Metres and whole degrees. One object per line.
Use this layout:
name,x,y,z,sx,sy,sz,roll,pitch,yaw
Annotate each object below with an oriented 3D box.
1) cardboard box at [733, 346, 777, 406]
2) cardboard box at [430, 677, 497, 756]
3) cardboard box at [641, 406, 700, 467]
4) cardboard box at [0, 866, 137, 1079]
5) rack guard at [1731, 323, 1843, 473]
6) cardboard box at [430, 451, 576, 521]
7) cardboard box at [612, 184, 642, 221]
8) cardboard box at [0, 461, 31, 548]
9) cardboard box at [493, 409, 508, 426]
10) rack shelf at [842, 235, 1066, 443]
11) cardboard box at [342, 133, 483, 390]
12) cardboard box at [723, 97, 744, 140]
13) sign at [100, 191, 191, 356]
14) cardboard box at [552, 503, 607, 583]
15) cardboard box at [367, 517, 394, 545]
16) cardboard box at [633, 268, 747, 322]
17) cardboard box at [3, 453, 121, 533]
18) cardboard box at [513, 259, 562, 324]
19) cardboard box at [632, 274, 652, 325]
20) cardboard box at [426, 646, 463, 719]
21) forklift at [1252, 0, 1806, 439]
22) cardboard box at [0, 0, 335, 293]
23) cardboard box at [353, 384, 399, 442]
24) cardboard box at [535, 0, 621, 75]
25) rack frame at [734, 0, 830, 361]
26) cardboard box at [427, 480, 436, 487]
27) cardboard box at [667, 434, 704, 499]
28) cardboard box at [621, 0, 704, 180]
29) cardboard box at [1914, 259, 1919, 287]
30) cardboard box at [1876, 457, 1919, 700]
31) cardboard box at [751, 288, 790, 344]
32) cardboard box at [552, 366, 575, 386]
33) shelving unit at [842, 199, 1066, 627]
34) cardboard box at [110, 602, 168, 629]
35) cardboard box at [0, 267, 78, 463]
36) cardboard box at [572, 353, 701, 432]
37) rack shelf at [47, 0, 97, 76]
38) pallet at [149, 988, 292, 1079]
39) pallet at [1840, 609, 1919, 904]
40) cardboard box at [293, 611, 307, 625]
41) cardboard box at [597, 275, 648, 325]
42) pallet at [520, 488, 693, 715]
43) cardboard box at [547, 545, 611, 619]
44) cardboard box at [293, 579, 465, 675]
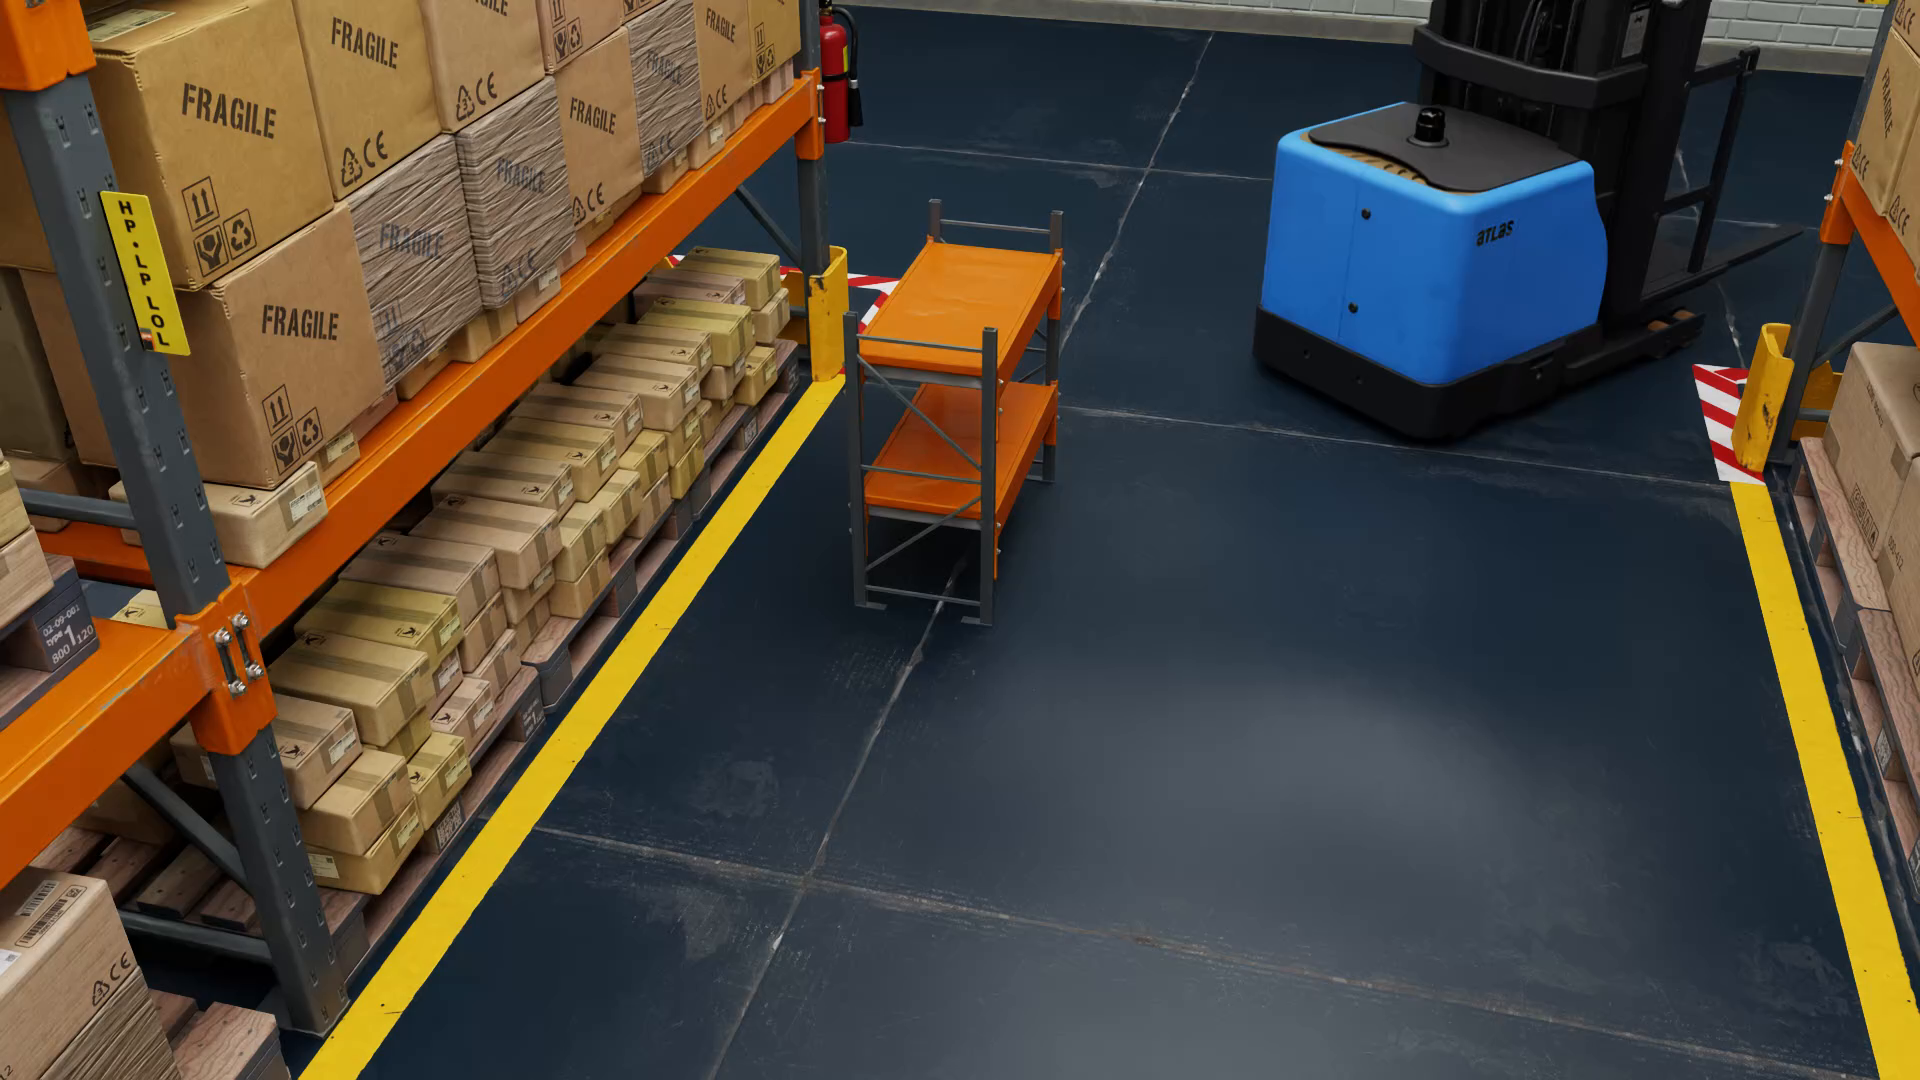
cardboard box,-0.972,-0.691,6.806,0.380,0.149,0.250,9,34,14
cardboard box,-1.604,0.517,4.907,0.380,0.149,0.250,8,33,12
cardboard box,-1.180,-0.412,6.090,0.380,0.149,0.250,9,33,13
cardboard box,-2.032,0.893,3.289,0.500,0.250,0.500,7,33,11
rack guard,3.747,-0.501,6.572,1.175,0.500,0.348,8,33,12
cardboard box,-1.479,-0.150,5.401,0.380,0.149,0.250,7,33,10
cardboard box,-1.294,-1.195,5.568,0.380,0.149,0.250,7,33,10
cardboard box,-1.998,-0.053,3.103,0.380,0.149,0.250,9,34,14
cardboard box,-1.849,-0.479,5.919,0.380,0.149,0.250,9,33,13
rack shelf,0.002,-0.725,5.797,0.538,0.278,1.000,8,33,12
cardboard box,-1.600,-0.738,4.244,0.500,0.500,0.500,8,33,12
cardboard box,-1.031,-1.595,6.198,0.380,0.149,0.250,8,33,12
sign,-1.550,-0.504,3.168,0.100,0.325,0.005,8,33,12
cardboard box,-1.393,-0.010,5.459,0.380,0.149,0.250,8,33,12
cardboard box,-2.046,-0.080,5.291,0.380,0.149,0.250,6,33,10
cardboard box,-1.081,-0.959,6.673,0.380,0.149,0.250,9,33,13
cardboard box,-2.242,-0.164,3.945,0.380,0.149,0.250,8,33,12
cardboard box,-1.412,-0.776,4.909,0.380,0.149,0.250,9,34,15
cardboard box,-1.454,-1.028,7.060,0.380,0.149,0.250,9,34,14
cardboard box,-1.682,0.391,4.827,0.380,0.149,0.250,8,33,12
forklift,2.794,-2.270,7.088,3.031,2.935,1.130,-21,38,-30
cardboard box,-1.738,-0.880,3.536,0.500,0.500,0.500,9,33,14
cardboard box,-1.689,-0.376,4.279,0.380,0.149,0.250,7,33,10
cardboard box,-1.331,-1.675,4.786,0.500,0.500,0.500,7,33,11
rack frame,-1.073,-2.165,6.860,1.000,3.000,0.127,8,33,12
cardboard box,-1.807,-0.200,5.758,0.380,0.149,0.250,10,34,15
cardboard box,-1.177,-0.294,6.183,0.380,0.149,0.250,7,33,10
cardboard box,-1.193,-1.534,5.496,0.500,0.500,0.500,8,33,13
cardboard box,3.093,-0.848,4.695,0.500,0.500,0.500,8,33,12
cardboard box,3.446,0.193,5.148,0.875,0.438,0.875,9,34,14
cardboard box,-0.931,-0.952,6.940,0.380,0.149,0.250,7,33,11
cardboard box,-1.725,-0.636,6.443,0.380,0.149,0.250,9,34,14
shelving unit,0.002,-0.478,5.954,0.538,1.125,1.048,8,33,12
cardboard box,-2.223,0.327,4.651,0.380,0.149,0.250,8,33,13
cardboard box,-2.239,-0.547,3.943,0.500,0.500,0.500,8,33,12
cardboard box,-1.166,-0.534,6.006,0.380,0.149,0.250,9,34,14
rack shelf,-1.580,-2.090,4.616,1.077,0.370,4.000,8,33,12
pallet,-2.284,1.492,3.707,1.003,0.211,1.213,8,33,12
pallet,3.302,0.690,4.968,1.003,0.211,1.213,8,33,12
cardboard box,-2.049,0.204,5.122,0.380,0.149,0.250,8,33,13
cardboard box,-1.488,-1.005,6.747,0.380,0.149,0.250,9,33,13
pallet,-1.644,0.099,5.898,1.003,0.211,1.213,8,33,12
cardboard box,-1.395,0.112,5.543,0.380,0.149,0.250,7,33,11
cardboard box,-1.656,0.262,4.753,0.380,0.149,0.250,8,33,12
